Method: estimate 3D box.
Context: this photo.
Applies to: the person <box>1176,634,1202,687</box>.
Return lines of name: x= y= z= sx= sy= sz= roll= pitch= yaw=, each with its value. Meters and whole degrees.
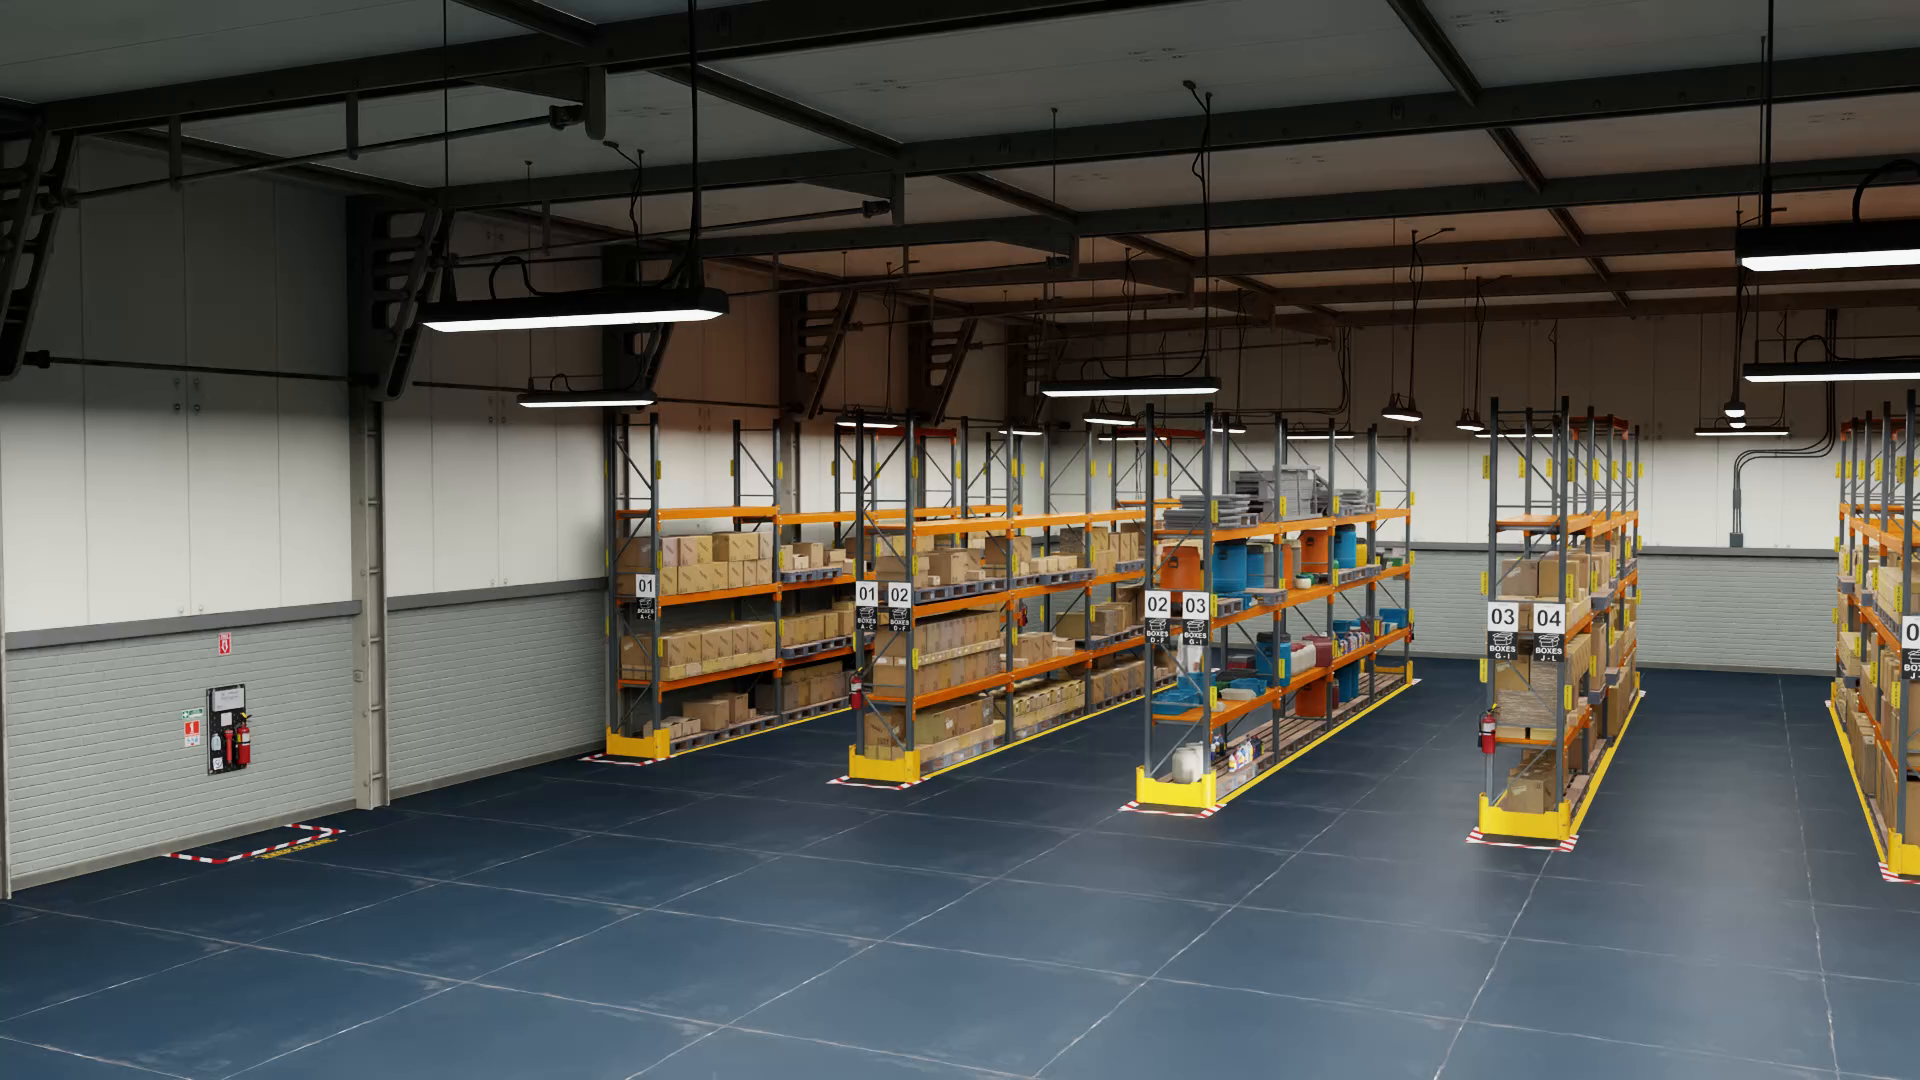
person: x=4.846 y=2.648 z=35.275 sx=0.651 sy=1.827 sz=0.658 roll=2 pitch=3 yaw=40
